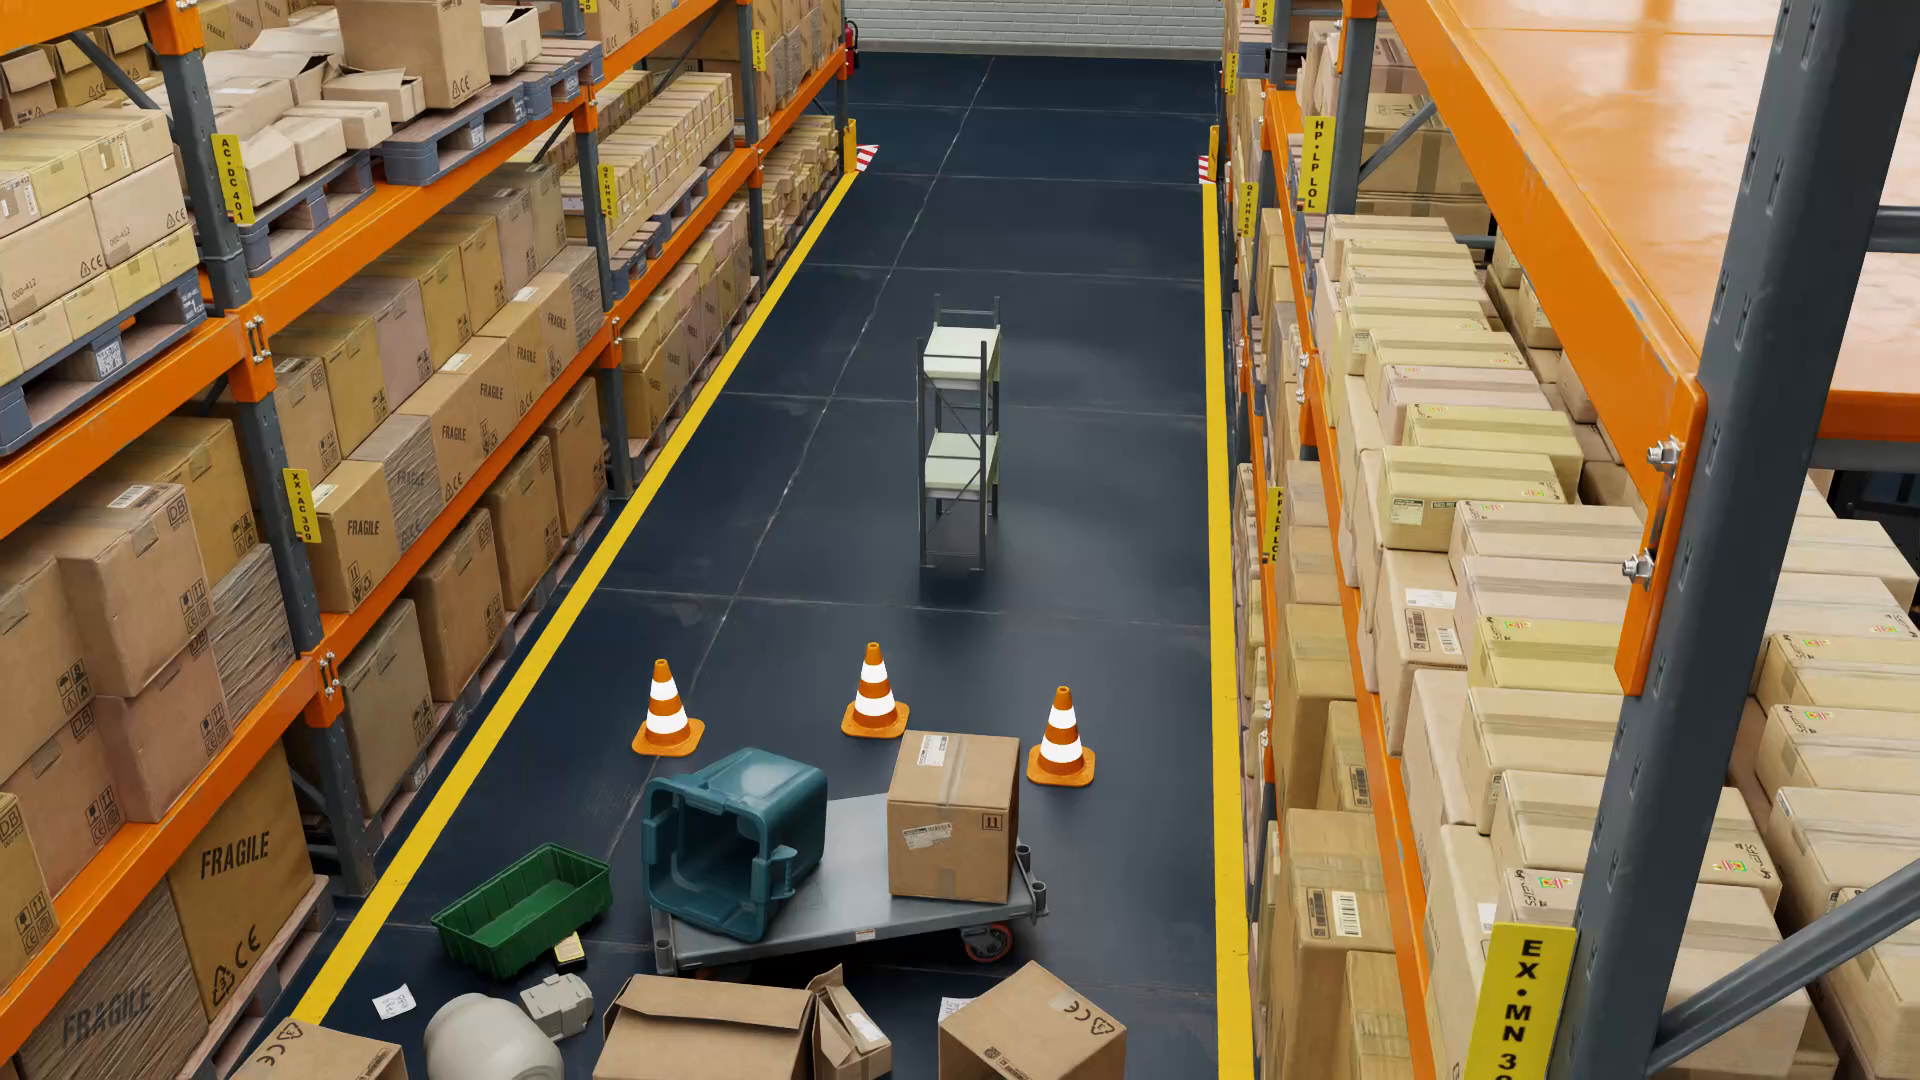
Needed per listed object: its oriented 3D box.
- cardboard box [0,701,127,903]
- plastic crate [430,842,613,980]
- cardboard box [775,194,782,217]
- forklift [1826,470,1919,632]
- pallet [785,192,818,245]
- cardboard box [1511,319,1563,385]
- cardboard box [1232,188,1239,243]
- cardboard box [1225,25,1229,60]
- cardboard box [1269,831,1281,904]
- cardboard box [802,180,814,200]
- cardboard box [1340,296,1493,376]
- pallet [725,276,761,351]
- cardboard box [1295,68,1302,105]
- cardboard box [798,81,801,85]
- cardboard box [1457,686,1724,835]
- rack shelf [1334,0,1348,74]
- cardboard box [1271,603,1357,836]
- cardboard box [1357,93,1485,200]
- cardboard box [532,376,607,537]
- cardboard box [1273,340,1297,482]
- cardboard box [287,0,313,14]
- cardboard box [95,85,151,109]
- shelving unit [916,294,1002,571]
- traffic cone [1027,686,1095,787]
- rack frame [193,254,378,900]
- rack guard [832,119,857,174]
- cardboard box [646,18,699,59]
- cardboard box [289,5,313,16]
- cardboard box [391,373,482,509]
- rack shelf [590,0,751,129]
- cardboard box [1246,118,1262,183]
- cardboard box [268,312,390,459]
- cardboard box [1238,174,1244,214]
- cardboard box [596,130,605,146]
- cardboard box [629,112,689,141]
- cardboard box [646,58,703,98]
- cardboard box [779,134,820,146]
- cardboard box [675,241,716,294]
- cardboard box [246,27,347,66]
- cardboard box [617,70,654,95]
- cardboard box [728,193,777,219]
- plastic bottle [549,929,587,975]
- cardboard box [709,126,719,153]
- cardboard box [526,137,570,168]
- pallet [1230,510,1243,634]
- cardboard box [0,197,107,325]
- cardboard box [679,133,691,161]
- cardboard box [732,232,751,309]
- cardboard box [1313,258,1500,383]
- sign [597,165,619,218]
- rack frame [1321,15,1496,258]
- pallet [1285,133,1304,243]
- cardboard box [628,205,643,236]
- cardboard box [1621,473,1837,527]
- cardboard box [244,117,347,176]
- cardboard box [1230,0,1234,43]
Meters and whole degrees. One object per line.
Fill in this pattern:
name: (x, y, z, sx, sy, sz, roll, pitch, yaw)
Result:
cardboard box: (-3.437, 0.865, 5.615, 0.875, 0.550, 0.550, 3, 28, 6)
plastic crate: (-1.897, 1.620, 7.277, 0.450, 0.188, 0.662, 9, 28, 37)
cardboard box: (-1.861, -3.097, 15.378, 0.380, 0.149, 0.250, 2, 28, 4)
forklift: (5.375, -1.025, 9.354, 3.031, 2.935, 1.130, 9, 30, 16)
pallet: (-2.001, -3.183, 16.228, 1.003, 0.211, 1.213, 3, 28, 6)
cardboard box: (1.902, -0.435, 4.868, 0.500, 0.250, 0.500, 3, 28, 5)
cardboard box: (2.203, -2.300, 11.806, 0.500, 0.250, 0.500, 3, 28, 5)
cardboard box: (2.842, -4.754, 16.099, 0.500, 0.500, 0.500, 3, 28, 5)
cardboard box: (1.335, 1.217, 6.103, 0.380, 0.149, 0.250, 4, 29, 7)
cardboard box: (-1.651, -3.455, 16.355, 0.380, 0.149, 0.250, 4, 29, 7)
cardboard box: (1.284, -0.572, 4.703, 0.380, 0.149, 0.250, 3, 28, 6)
pallet: (-2.289, -1.922, 13.888, 1.003, 0.211, 1.213, 3, 28, 6)
cardboard box: (2.032, -2.465, 9.057, 0.380, 0.149, 0.250, 3, 28, 6)
cardboard box: (-1.726, -4.392, 15.796, 0.380, 0.149, 0.250, 4, 29, 7)
cardboard box: (1.091, 0.395, 2.909, 0.380, 0.149, 0.250, 3, 28, 6)
rack shelf: (1.995, -2.600, 7.061, 1.077, 0.370, 4.000, 3, 28, 6)
cardboard box: (1.308, 0.543, 4.899, 0.700, 0.500, 0.500, 3, 28, 5)
cardboard box: (1.694, -1.450, 6.097, 0.500, 0.250, 0.500, 4, 29, 7)
cardboard box: (-2.849, -0.547, 10.323, 1.050, 0.750, 0.750, 3, 28, 6)
cardboard box: (1.707, -0.577, 7.589, 0.500, 0.500, 0.500, 4, 29, 8)
cardboard box: (-7.003, -5.685, 16.985, 0.500, 0.500, 0.500, 3, 28, 5)
cardboard box: (-6.959, -3.428, 13.637, 0.500, 0.500, 0.500, 4, 29, 8)
shelving unit: (-0.001, -0.657, 10.181, 0.431, 1.500, 0.755, 3, 28, 6)
traffic cone: (0.512, 0.941, 8.307, 0.336, 0.463, 0.334, 3, 28, 6)
rack frame: (-3.175, 0.249, 6.917, 1.000, 3.000, 0.127, 3, 28, 6)
rack guard: (-1.714, -4.263, 17.928, 1.175, 0.500, 0.348, 3, 28, 6)
cardboard box: (-2.406, -4.369, 14.015, 0.500, 0.500, 0.500, 2, 28, 4)
cardboard box: (-6.999, -5.345, 17.145, 0.500, 0.250, 0.500, 3, 28, 6)
cardboard box: (-2.719, -0.500, 8.201, 0.500, 0.500, 0.500, 3, 28, 6)
rack shelf: (-2.440, -3.579, 11.618, 1.077, 0.370, 4.000, 3, 28, 6)
cardboard box: (2.098, -2.378, 10.634, 0.500, 0.500, 0.500, 4, 29, 7)
cardboard box: (-3.059, -0.711, 7.540, 0.700, 0.500, 0.500, 3, 28, 5)
cardboard box: (2.149, -2.274, 11.232, 0.500, 0.250, 0.500, 3, 28, 5)
cardboard box: (-2.856, -2.945, 12.355, 0.380, 0.149, 0.250, 3, 28, 5)
cardboard box: (-2.211, -3.039, 12.215, 0.380, 0.149, 0.250, 2, 28, 4)
cardboard box: (-2.416, -3.936, 14.265, 0.500, 0.500, 0.500, 3, 28, 6)
cardboard box: (-1.607, -3.965, 16.674, 0.380, 0.149, 0.250, 2, 28, 4)
cardboard box: (-2.162, -2.075, 12.633, 0.500, 0.250, 0.500, 2, 28, 4)
cardboard box: (-3.117, -2.338, 8.103, 0.500, 0.311, 0.500, 3, 28, 5)
cardboard box: (-2.700, -3.694, 13.431, 0.380, 0.149, 0.250, 5, 29, 9)
cardboard box: (-1.855, -2.984, 14.855, 0.380, 0.149, 0.250, 5, 29, 9)
plastic bottle: (-1.711, 1.761, 7.210, 0.133, 0.061, 0.283, -11, 30, -20)
cardboard box: (-2.111, -3.153, 13.054, 0.380, 0.149, 0.250, 3, 28, 6)
cardboard box: (-2.951, -2.708, 11.600, 0.380, 0.149, 0.250, 3, 28, 6)
pallet: (2.143, 0.202, 9.945, 1.003, 0.211, 1.213, 3, 28, 6)
cardboard box: (-3.043, -0.880, 5.147, 0.500, 0.250, 0.500, 3, 28, 6)
cardboard box: (-2.206, -2.902, 12.275, 0.380, 0.149, 0.250, 3, 29, 6)
cardboard box: (-2.036, -2.238, 13.726, 0.500, 0.500, 0.500, 3, 28, 5)
cardboard box: (1.424, -0.705, 5.370, 0.500, 0.250, 0.500, 3, 28, 5)
sign: (-2.134, -2.113, 10.080, 0.100, 0.325, 0.005, 3, 28, 6)
rack frame: (1.750, -2.152, 5.048, 1.000, 3.000, 0.127, 3, 28, 6)
pallet: (2.055, -1.521, 7.239, 1.213, 0.211, 1.003, 3, 28, 6)
cardboard box: (-2.365, -2.160, 11.211, 0.380, 0.149, 0.250, 5, 29, 9)
cardboard box: (1.723, -0.059, 3.750, 0.380, 0.149, 0.250, 4, 29, 7)
cardboard box: (-2.802, -1.663, 7.021, 0.250, 0.149, 0.380, 3, 28, 6)
cardboard box: (2.707, -4.713, 14.968, 0.500, 0.500, 0.500, 3, 29, 6)
